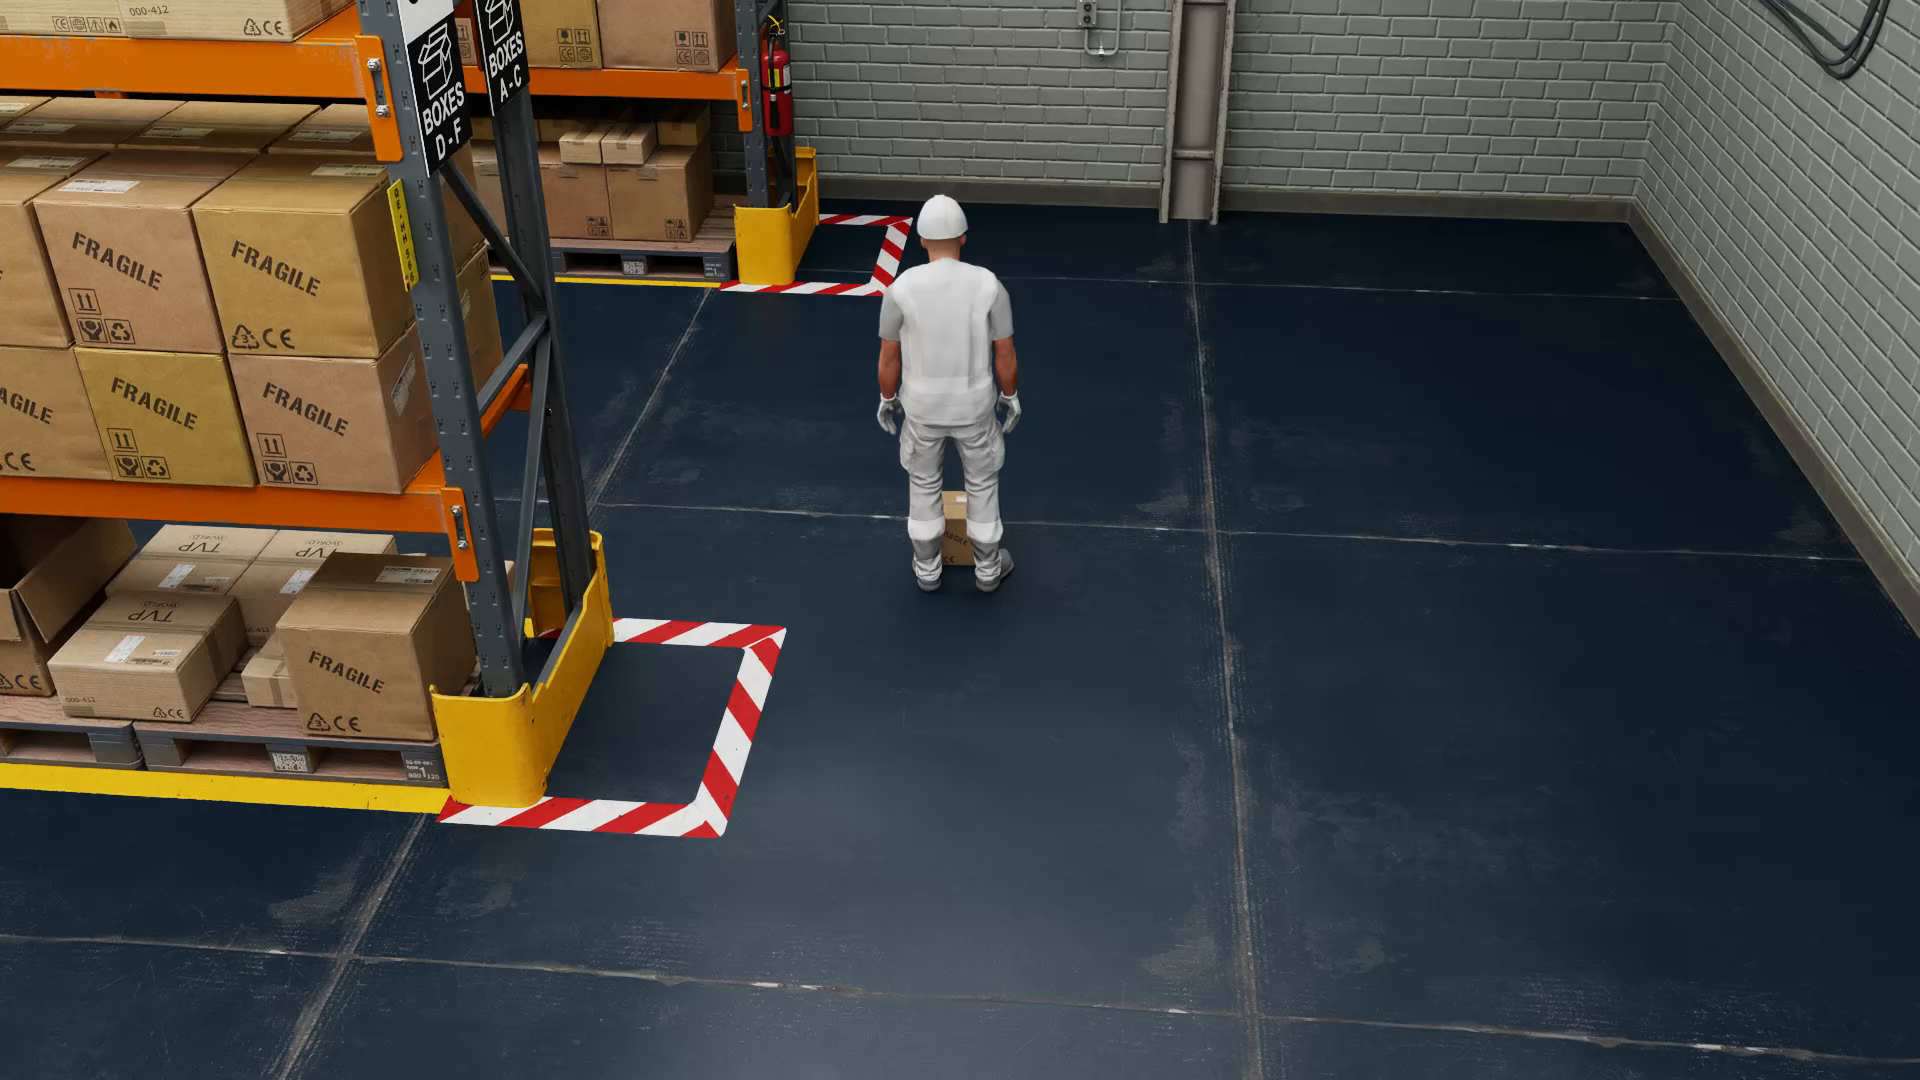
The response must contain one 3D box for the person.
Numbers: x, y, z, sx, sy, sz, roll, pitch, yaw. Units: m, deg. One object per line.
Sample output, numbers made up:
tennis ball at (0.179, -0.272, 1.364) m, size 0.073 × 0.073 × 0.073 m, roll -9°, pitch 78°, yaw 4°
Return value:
person at (-0.047, -0.585, 7.070) m, size 0.614 × 1.778 × 0.453 m, roll 1°, pitch 32°, yaw 1°
